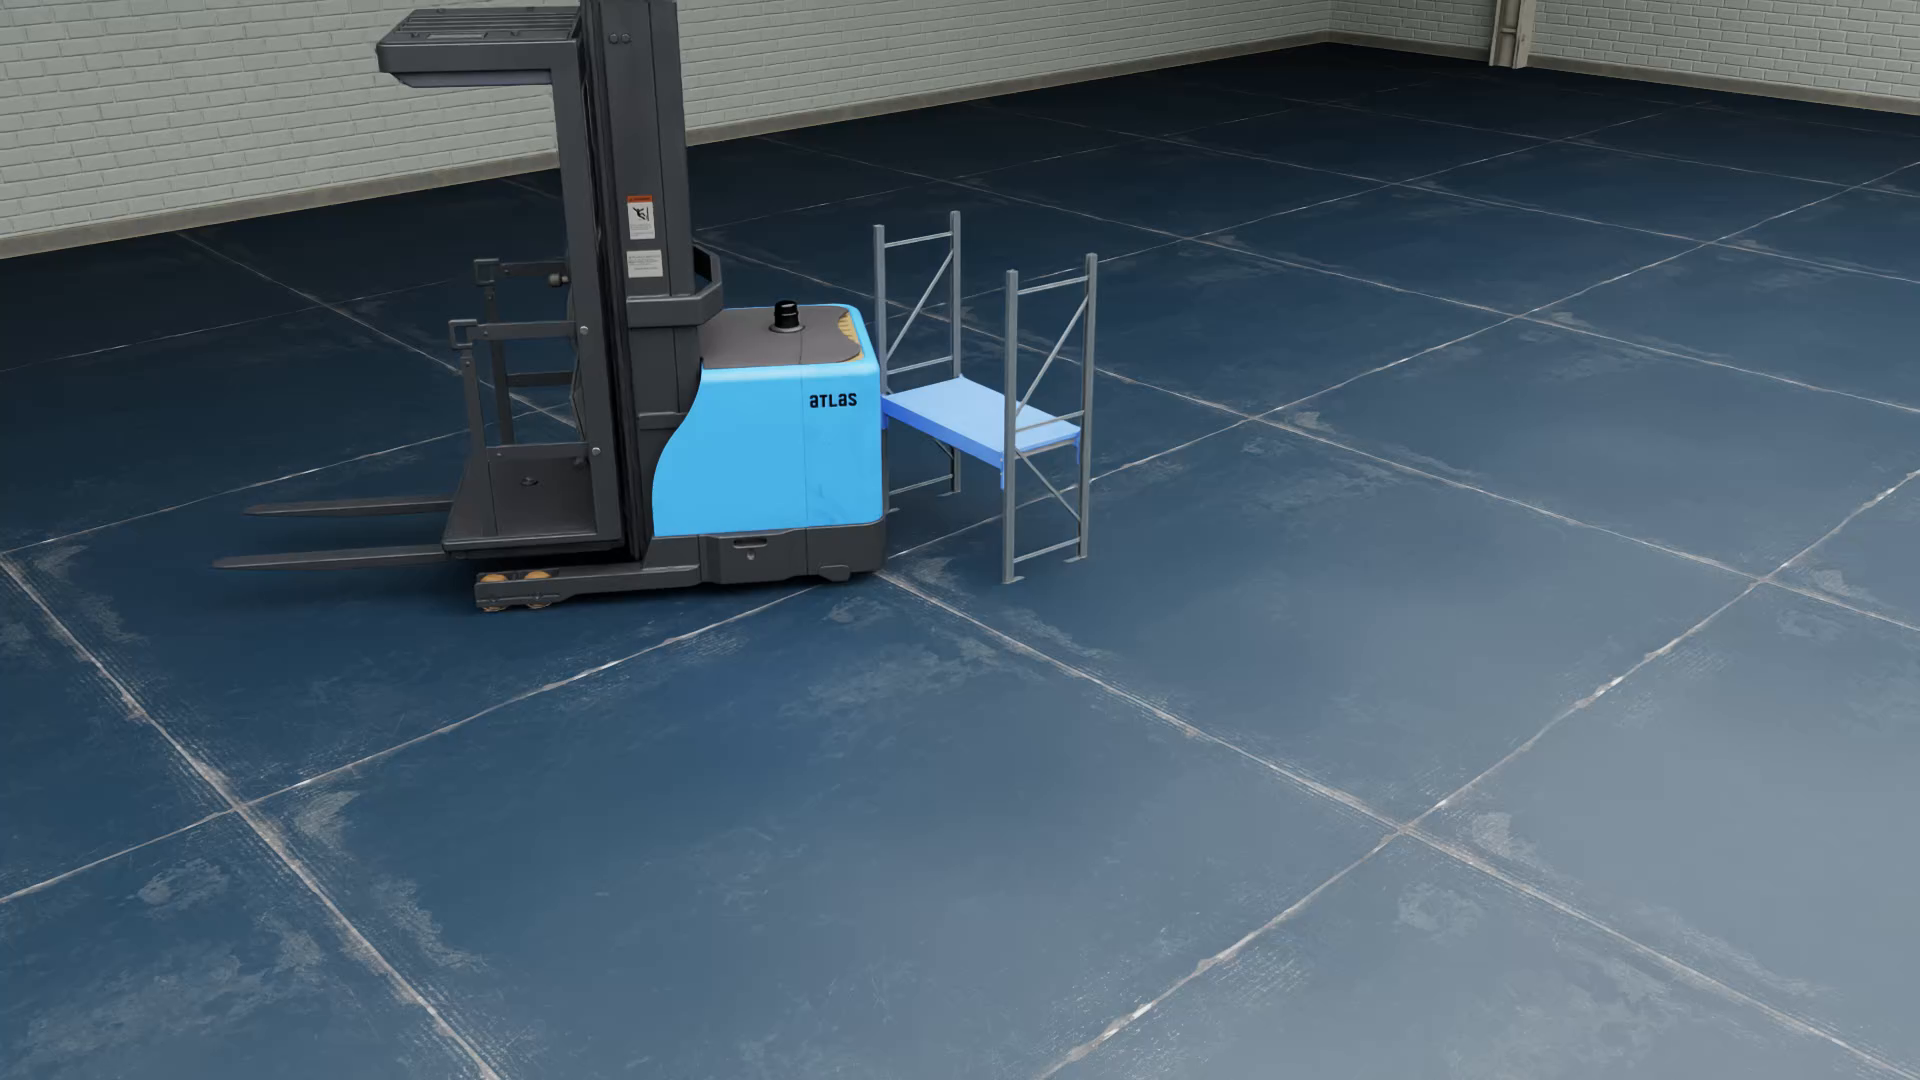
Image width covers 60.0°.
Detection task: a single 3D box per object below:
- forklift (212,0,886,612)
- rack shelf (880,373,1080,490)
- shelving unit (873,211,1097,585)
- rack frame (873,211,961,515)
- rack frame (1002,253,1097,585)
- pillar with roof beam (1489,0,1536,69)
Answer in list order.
[{"bbox_3d":[-1.911,-1.245,7.447,3.031,2.935,1.130,-4,25,-8],"label":"forklift"},{"bbox_3d":[0.100,-0.542,8.064,0.538,0.185,1.000,-17,30,-33],"label":"rack shelf"},{"bbox_3d":[0.100,-0.705,7.989,0.538,1.500,1.048,-17,30,-33],"label":"shelving unit"},{"bbox_3d":[-0.206,-0.874,8.358,0.500,1.500,0.032,-17,30,-33],"label":"rack frame"},{"bbox_3d":[0.407,-0.537,7.620,0.500,1.500,0.032,-17,30,-33],"label":"rack frame"},{"bbox_3d":[4.110,-9.149,17.464,9.100,9.000,0.400,-21,32,-38],"label":"pillar with roof beam"}]
